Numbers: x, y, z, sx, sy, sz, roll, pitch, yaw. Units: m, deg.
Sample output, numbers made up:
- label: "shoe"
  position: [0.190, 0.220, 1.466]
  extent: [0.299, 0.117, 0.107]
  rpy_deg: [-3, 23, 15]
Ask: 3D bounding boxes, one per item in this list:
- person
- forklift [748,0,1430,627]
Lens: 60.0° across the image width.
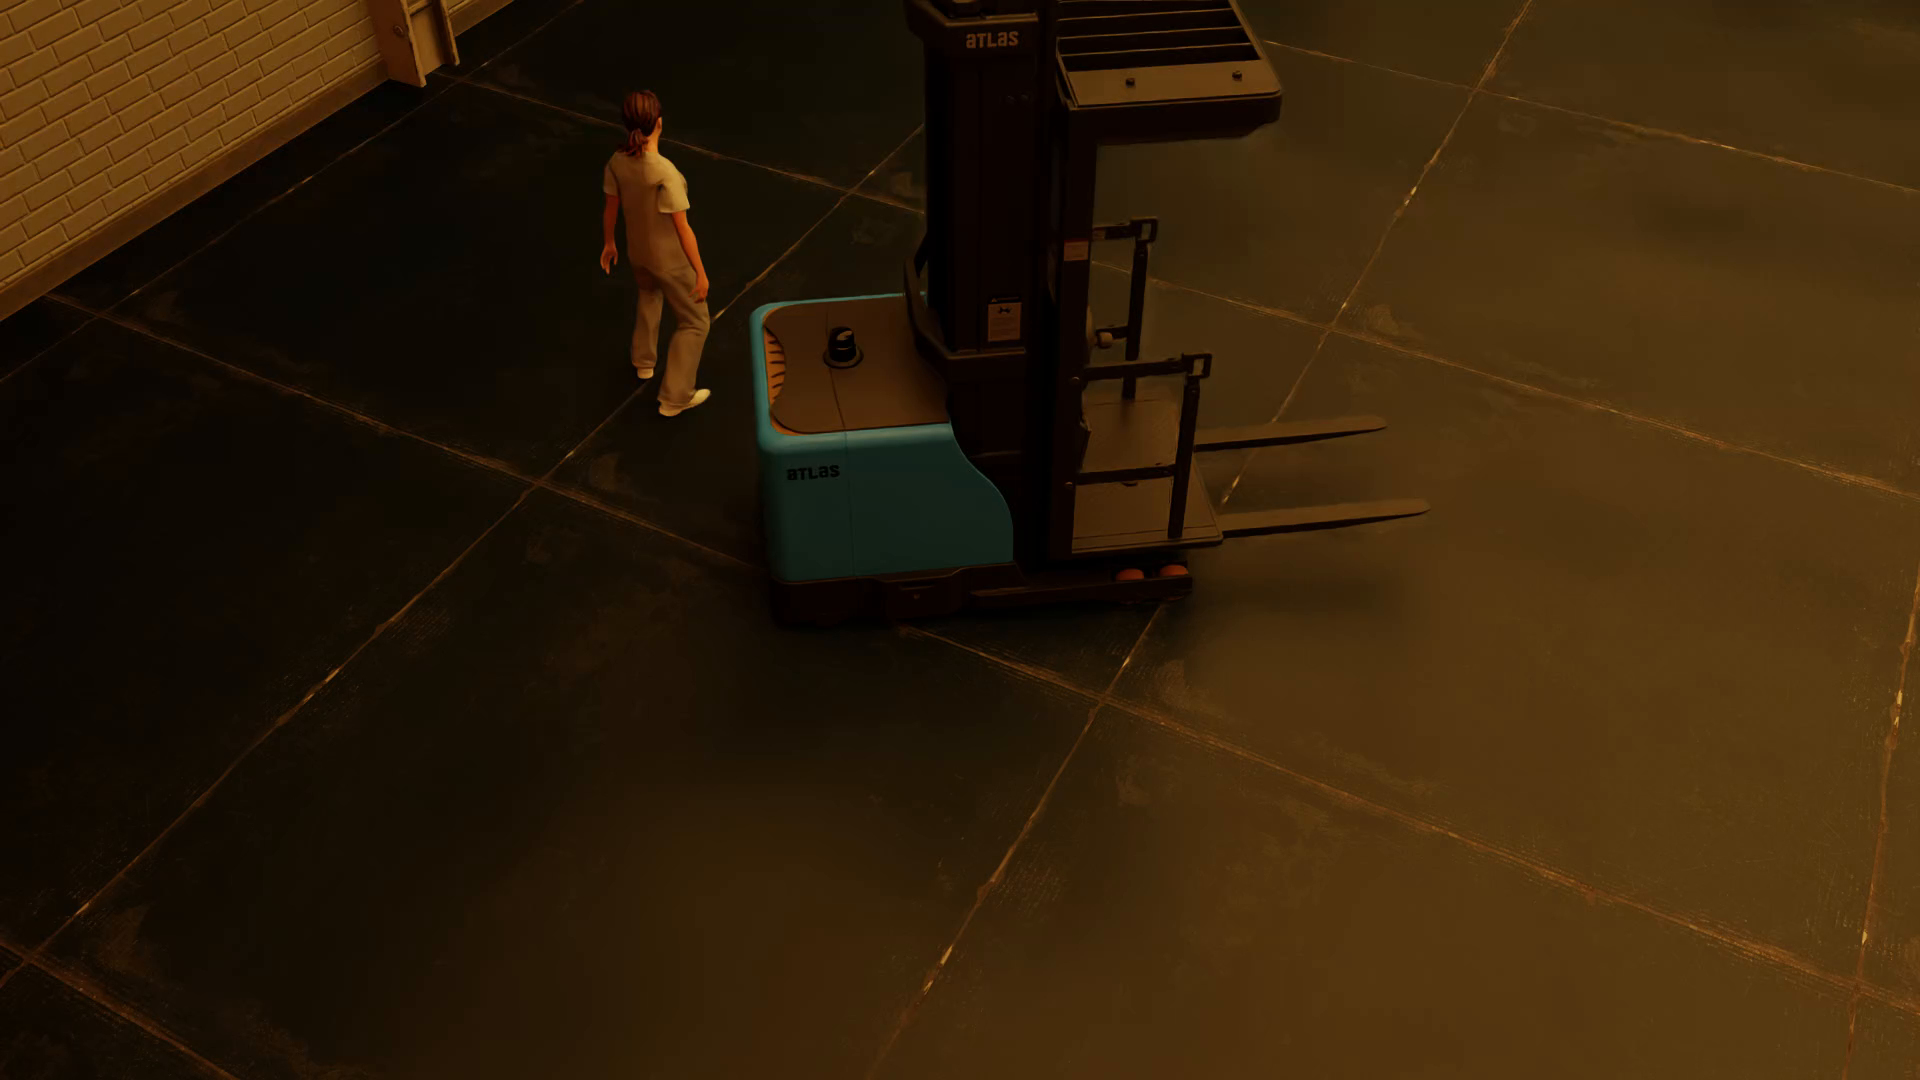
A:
- label: "person"
  position: [-1.487, -1.363, 8.087]
  extent: [0.782, 1.623, 0.414]
  rpy_deg: [30, 51, 28]
- label: "forklift"
  position: [0.612, -1.134, 6.858]
  extent: [3.031, 2.935, 1.130]
  rpy_deg: [-5, 44, -6]
